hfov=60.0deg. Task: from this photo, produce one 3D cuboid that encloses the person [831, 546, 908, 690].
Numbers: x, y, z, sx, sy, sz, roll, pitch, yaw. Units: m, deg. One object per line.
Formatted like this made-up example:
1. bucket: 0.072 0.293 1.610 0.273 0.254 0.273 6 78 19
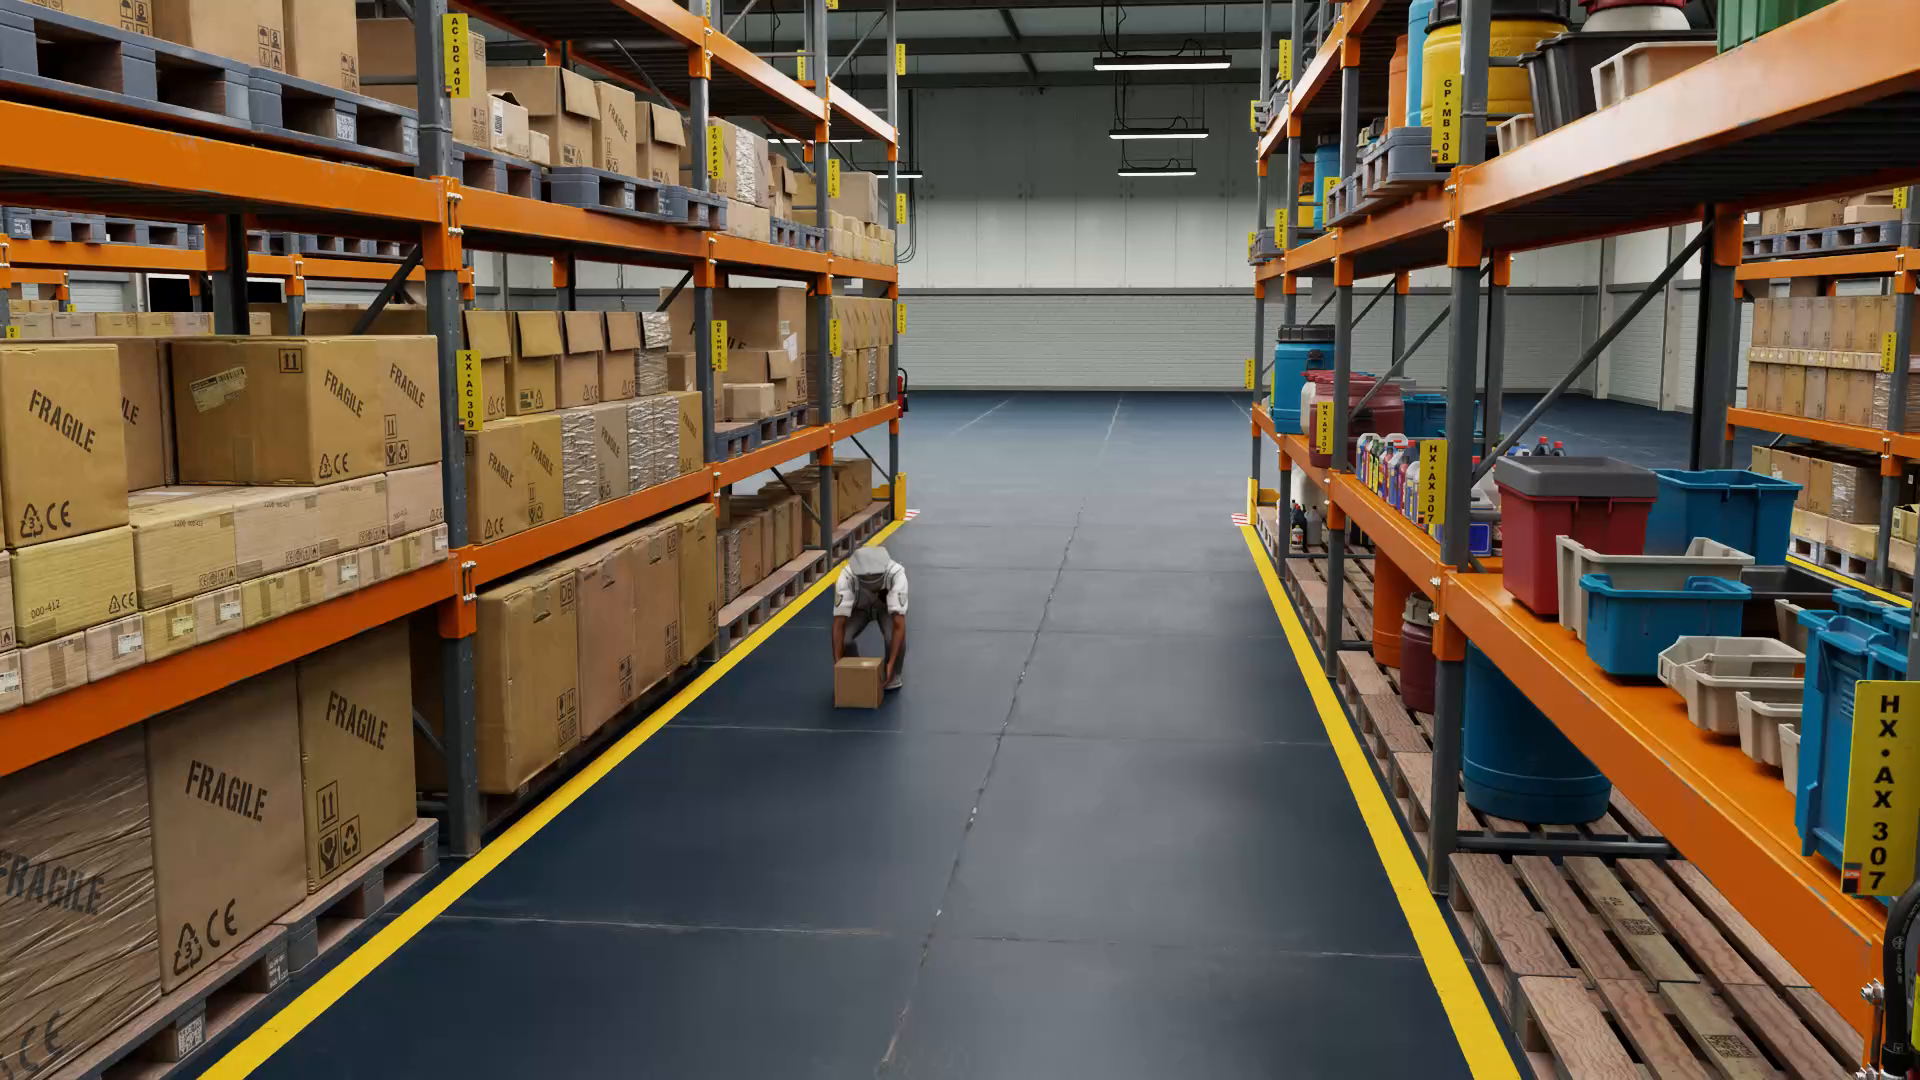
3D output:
1. person: -0.539 0.465 10.128 0.480 0.930 0.863 1 8 6
